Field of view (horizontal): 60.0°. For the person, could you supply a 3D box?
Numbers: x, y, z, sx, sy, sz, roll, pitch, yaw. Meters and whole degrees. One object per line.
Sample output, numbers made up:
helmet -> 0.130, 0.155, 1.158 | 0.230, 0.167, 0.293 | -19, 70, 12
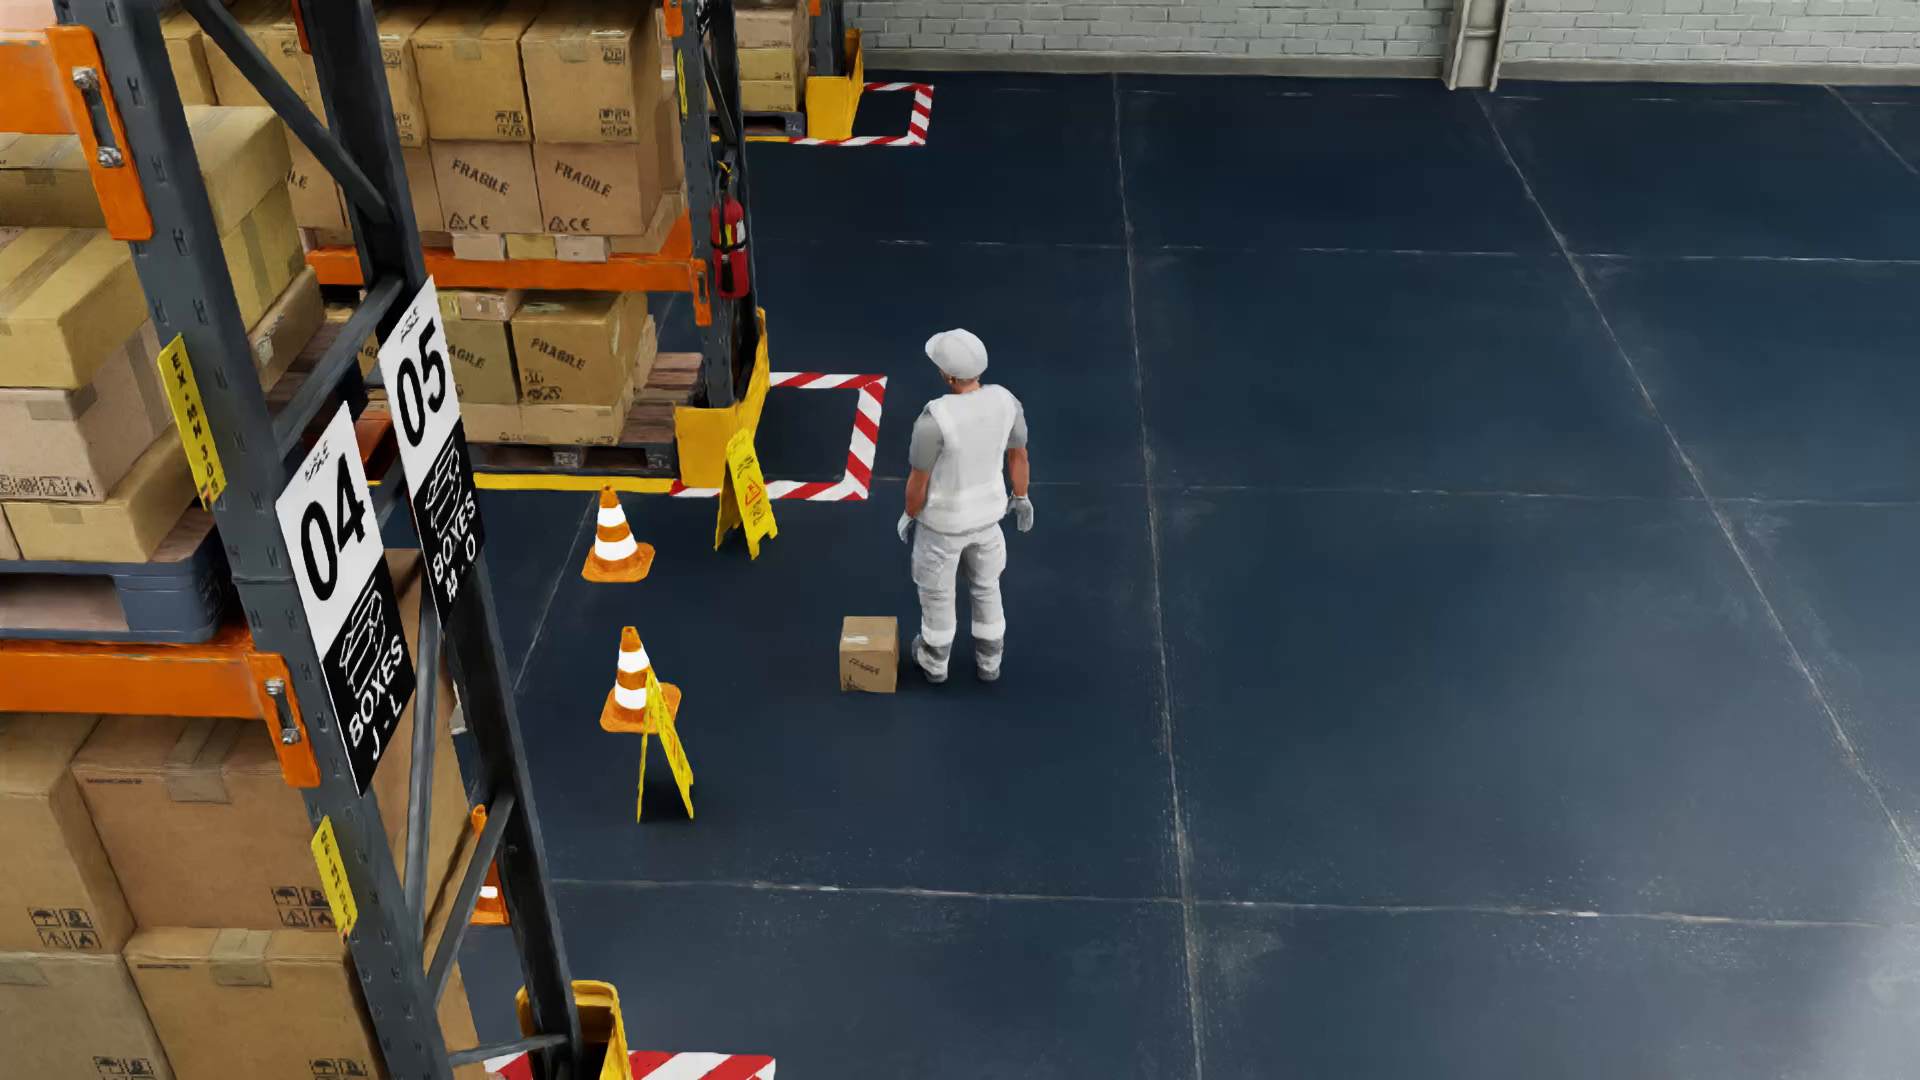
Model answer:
person -> 0.012, -0.144, 7.252 | 0.607, 1.796, 0.465 | -19, 40, -25
